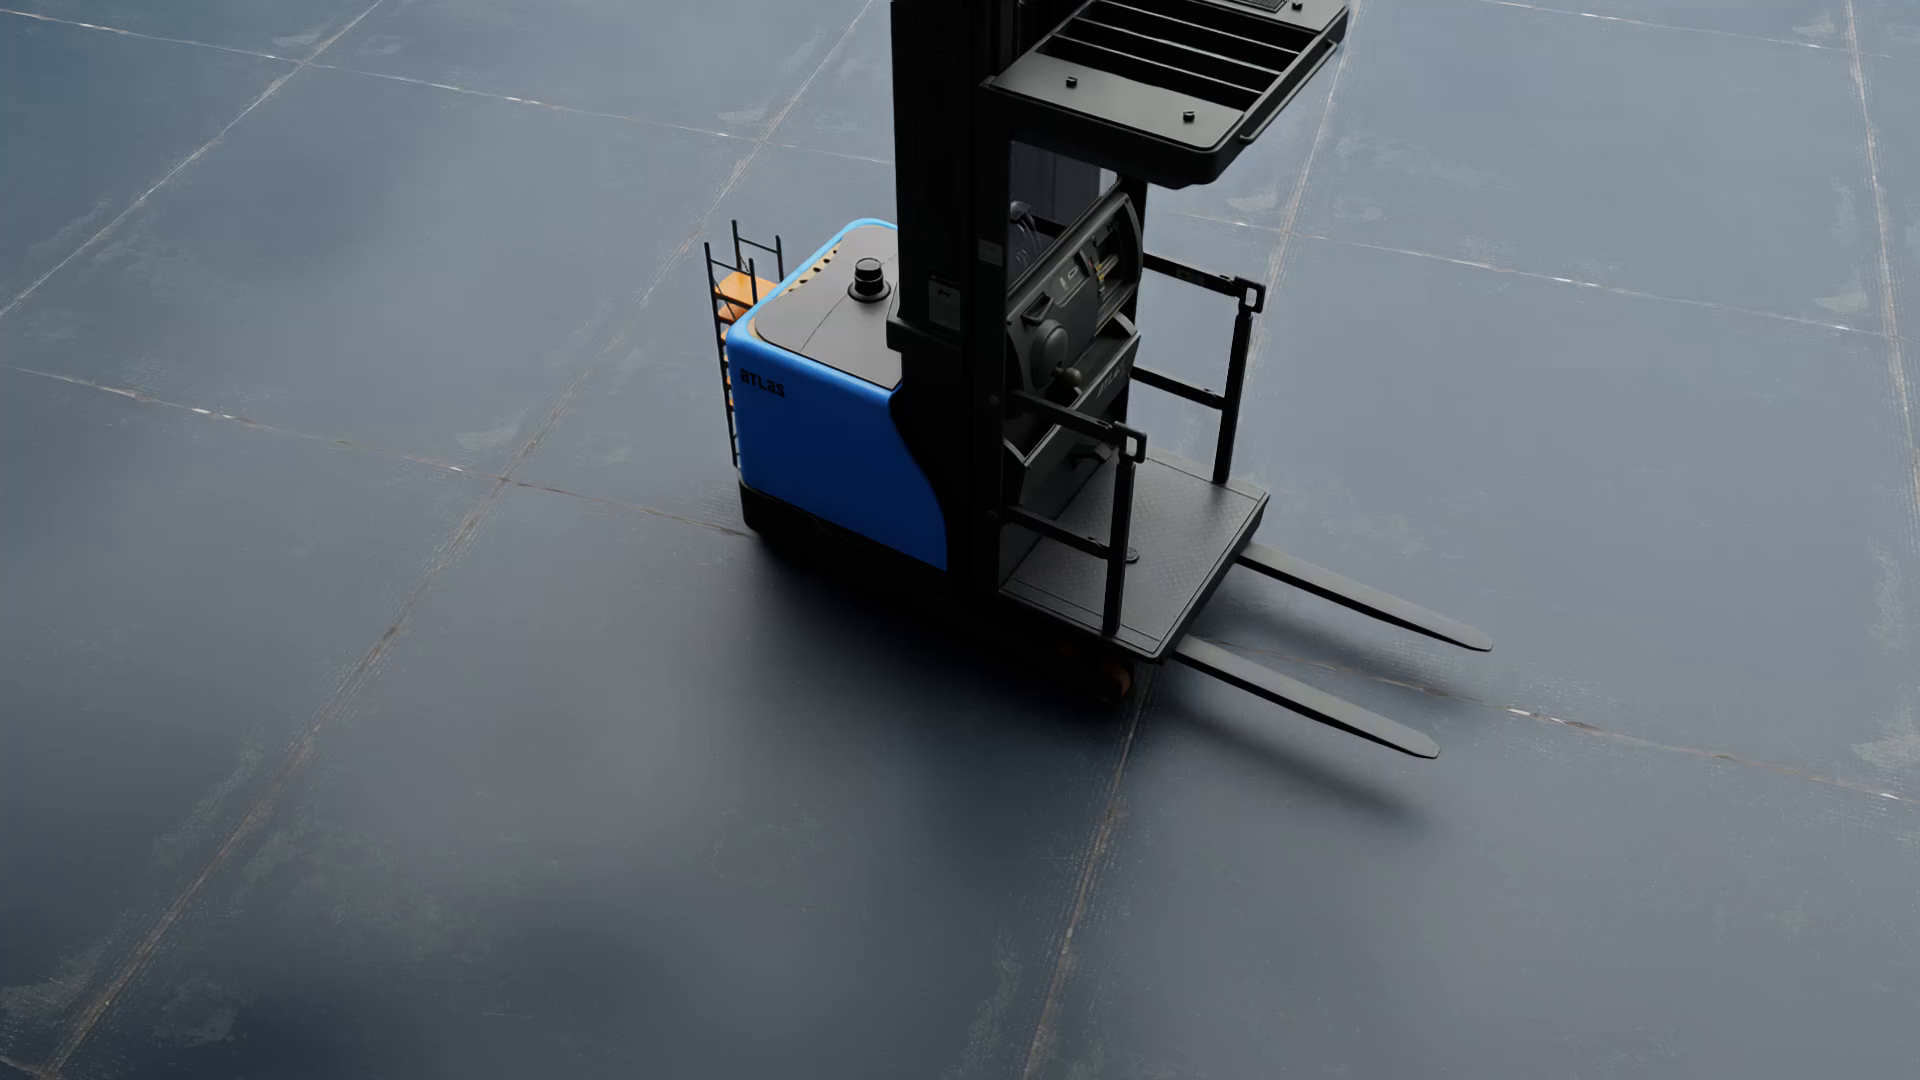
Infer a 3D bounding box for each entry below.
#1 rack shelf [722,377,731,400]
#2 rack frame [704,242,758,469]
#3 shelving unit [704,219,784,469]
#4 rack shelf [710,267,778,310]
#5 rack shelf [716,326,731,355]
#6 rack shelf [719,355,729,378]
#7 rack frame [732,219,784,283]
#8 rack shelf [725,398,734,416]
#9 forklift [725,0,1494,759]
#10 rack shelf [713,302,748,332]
[{"bbox_3d":[-0.869,-0.658,7.198,0.258,0.103,0.180,23,49,22],"label":"rack shelf"},{"bbox_3d":[-0.917,-0.721,7.027,0.240,1.200,0.006,23,49,22],"label":"rack frame"},{"bbox_3d":[-0.870,-0.776,7.083,0.258,1.200,0.189,23,49,22],"label":"shelving unit"},{"bbox_3d":[-0.871,-1.002,6.863,0.258,0.103,0.180,23,49,22],"label":"rack shelf"},{"bbox_3d":[-0.870,-0.830,7.030,0.258,0.103,0.180,23,49,22],"label":"rack shelf"},{"bbox_3d":[-0.870,-0.744,7.114,0.258,0.103,0.180,23,49,22],"label":"rack shelf"},{"bbox_3d":[-0.823,-0.830,7.139,0.240,1.200,0.006,23,49,22],"label":"rack frame"},{"bbox_3d":[-0.869,-0.572,7.281,0.258,0.103,0.180,23,49,22],"label":"rack shelf"},{"bbox_3d":[0.598,-0.842,5.914,3.031,2.935,1.130,23,49,22],"label":"forklift"},{"bbox_3d":[-0.871,-0.916,6.946,0.258,0.103,0.180,23,49,22],"label":"rack shelf"}]
